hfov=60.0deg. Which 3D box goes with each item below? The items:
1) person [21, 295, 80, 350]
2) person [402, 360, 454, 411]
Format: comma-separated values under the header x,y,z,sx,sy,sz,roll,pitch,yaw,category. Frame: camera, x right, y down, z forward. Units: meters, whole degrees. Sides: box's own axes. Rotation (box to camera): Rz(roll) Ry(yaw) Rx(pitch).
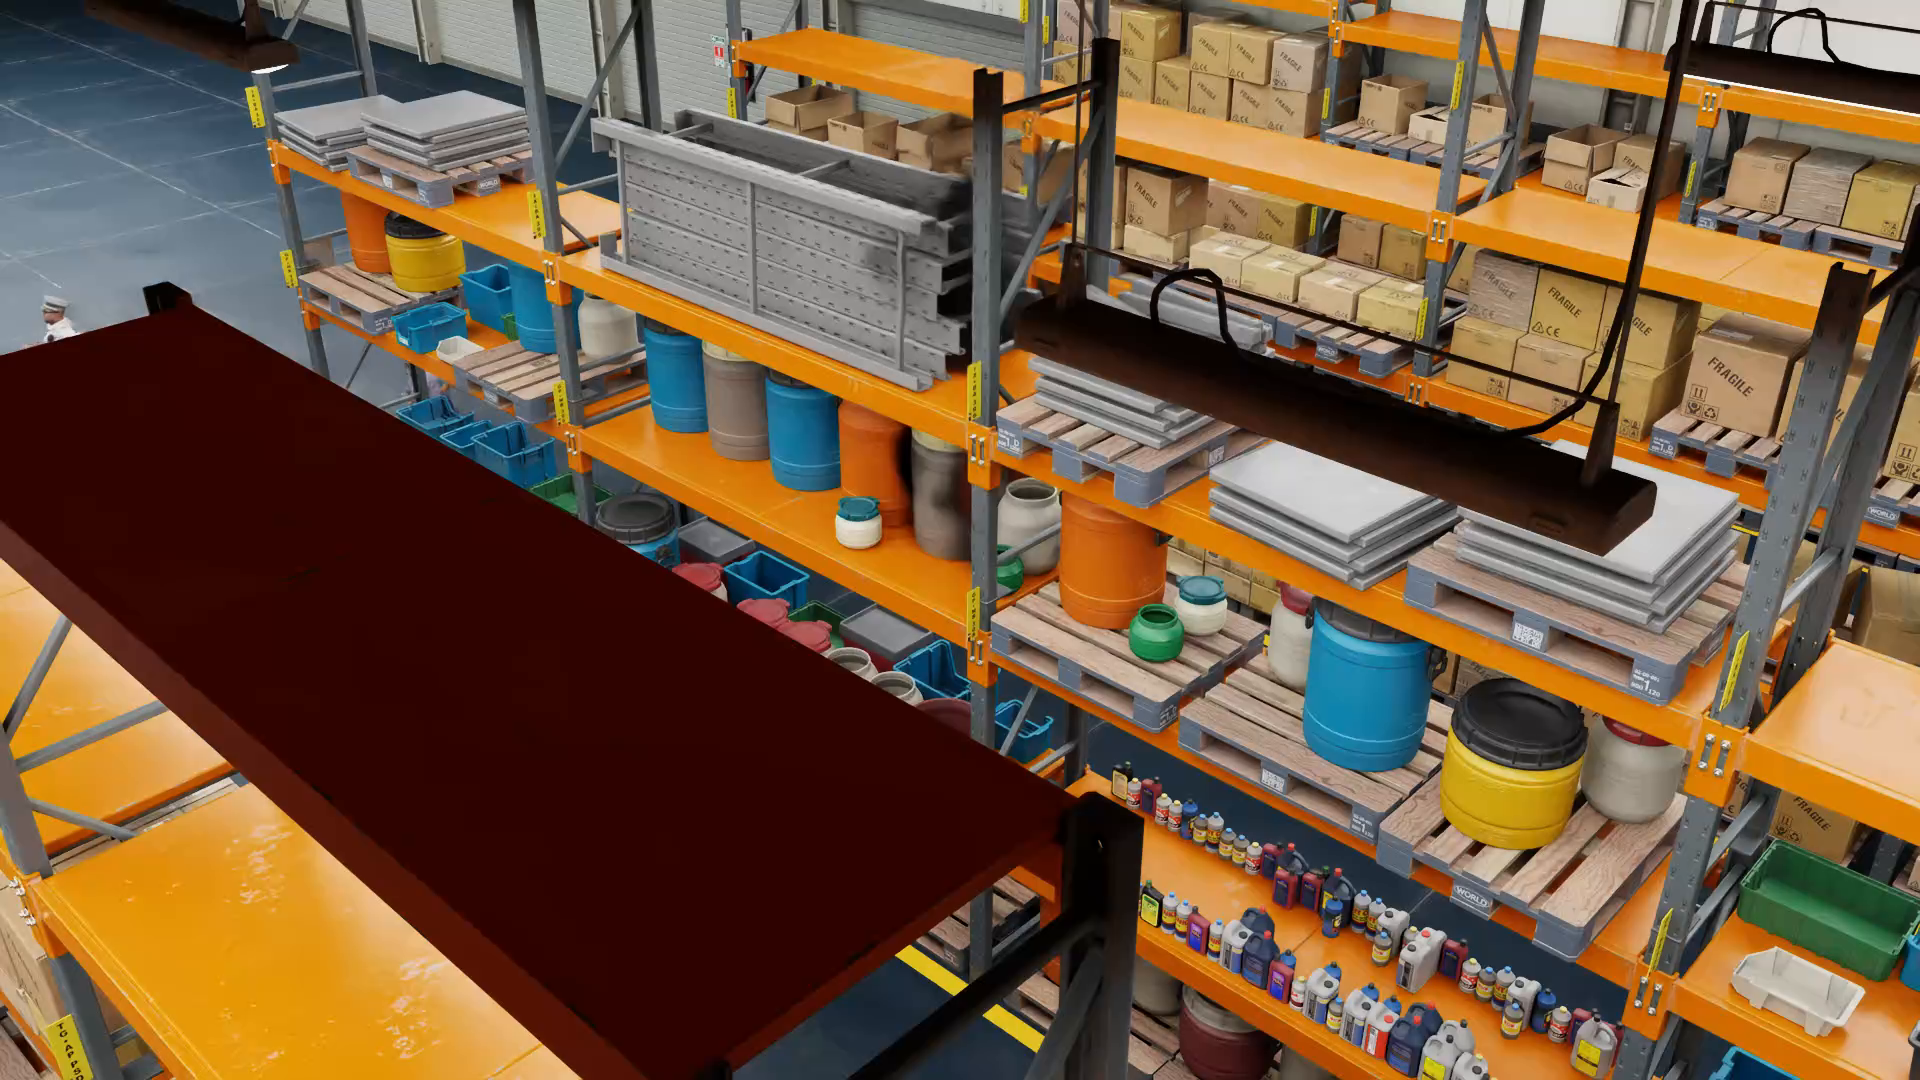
x,y,z,sx,sy,sz,roll,pitch,yaw,category
-9.361,-1.692,17.461,0.727,1.836,0.640,-12,31,-20,person
-5.279,-1.232,16.810,0.649,1.655,0.651,1,29,2,person
